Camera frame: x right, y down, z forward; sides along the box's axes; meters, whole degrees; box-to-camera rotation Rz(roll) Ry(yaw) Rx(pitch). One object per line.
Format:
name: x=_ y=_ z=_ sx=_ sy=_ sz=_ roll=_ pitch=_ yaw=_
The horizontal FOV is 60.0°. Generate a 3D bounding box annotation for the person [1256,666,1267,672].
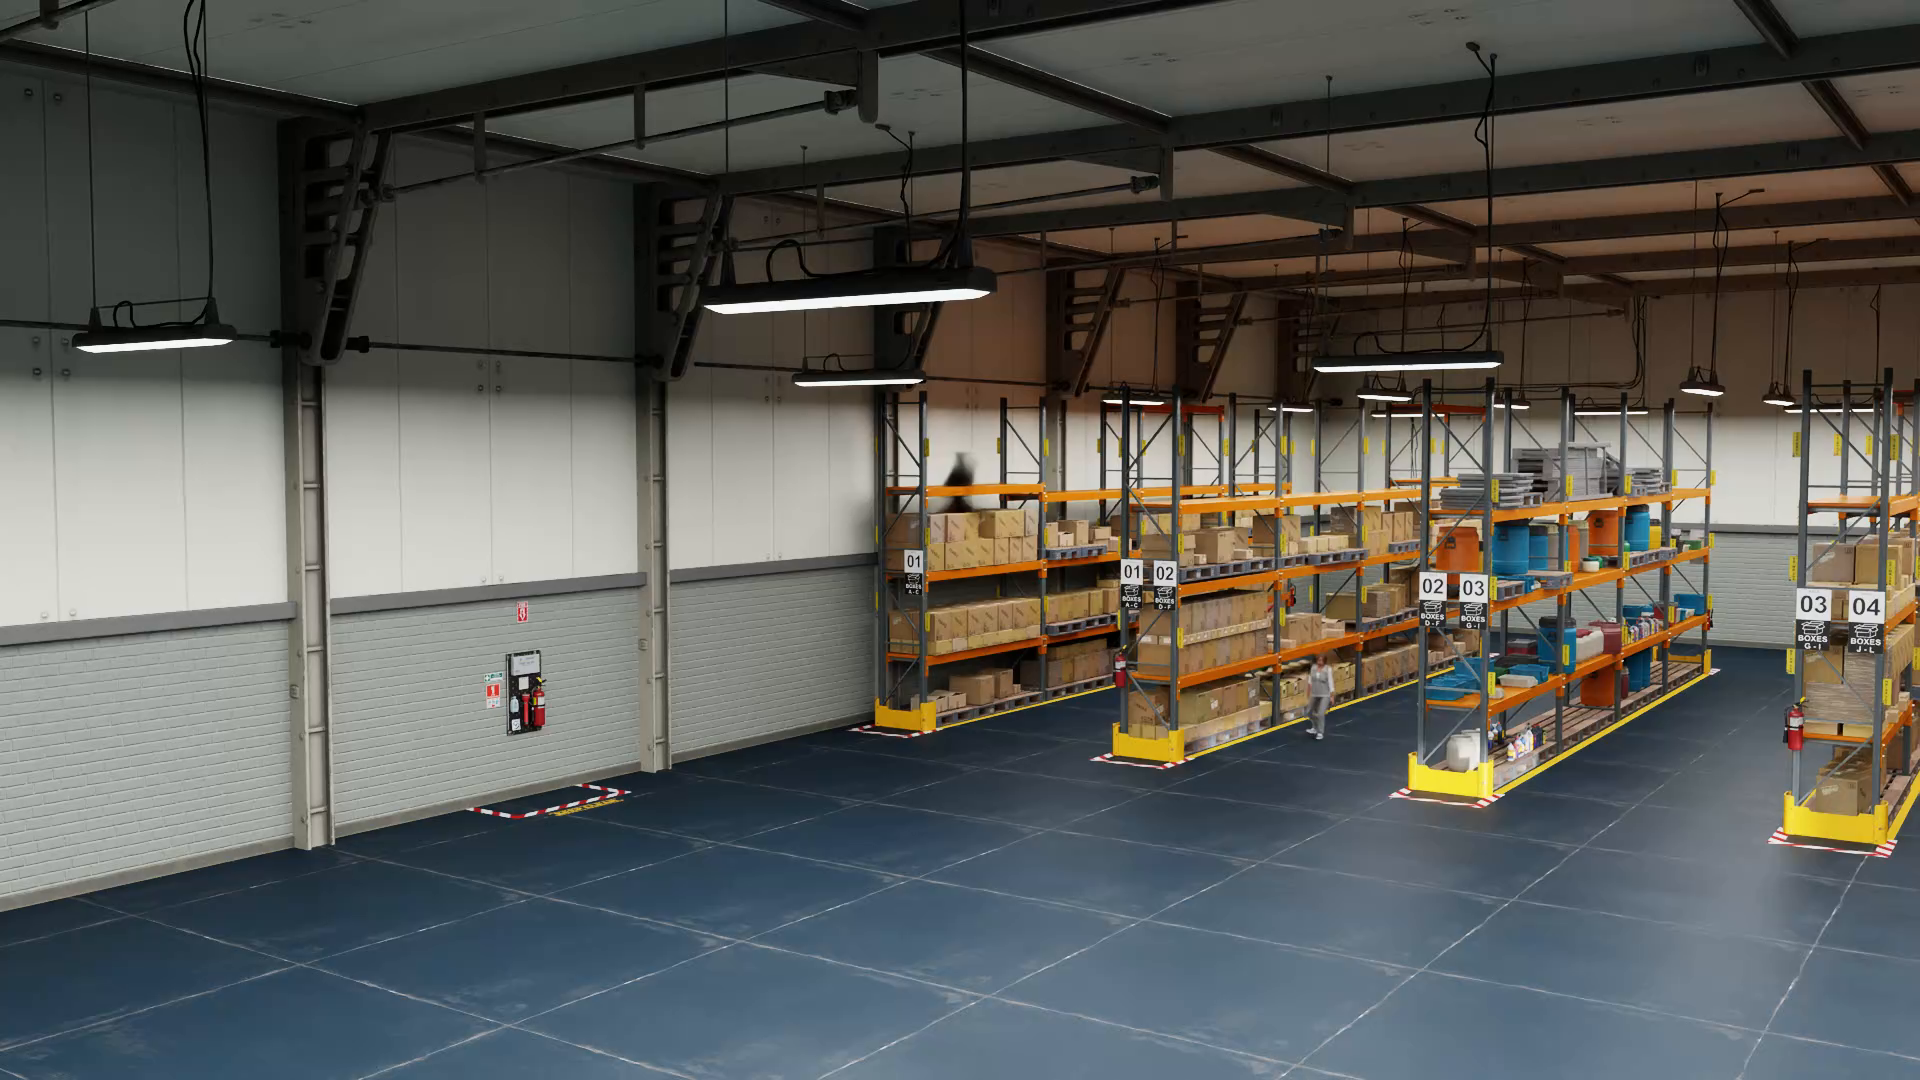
person: x=6.281 y=2.228 z=34.636 sx=0.649 sy=1.715 sz=0.703 roll=1 pitch=3 yaw=19

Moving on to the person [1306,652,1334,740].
person: x=6.182 y=2.658 z=28.498 sx=0.674 sy=1.514 sz=0.583 roll=3 pitch=4 yaw=39
